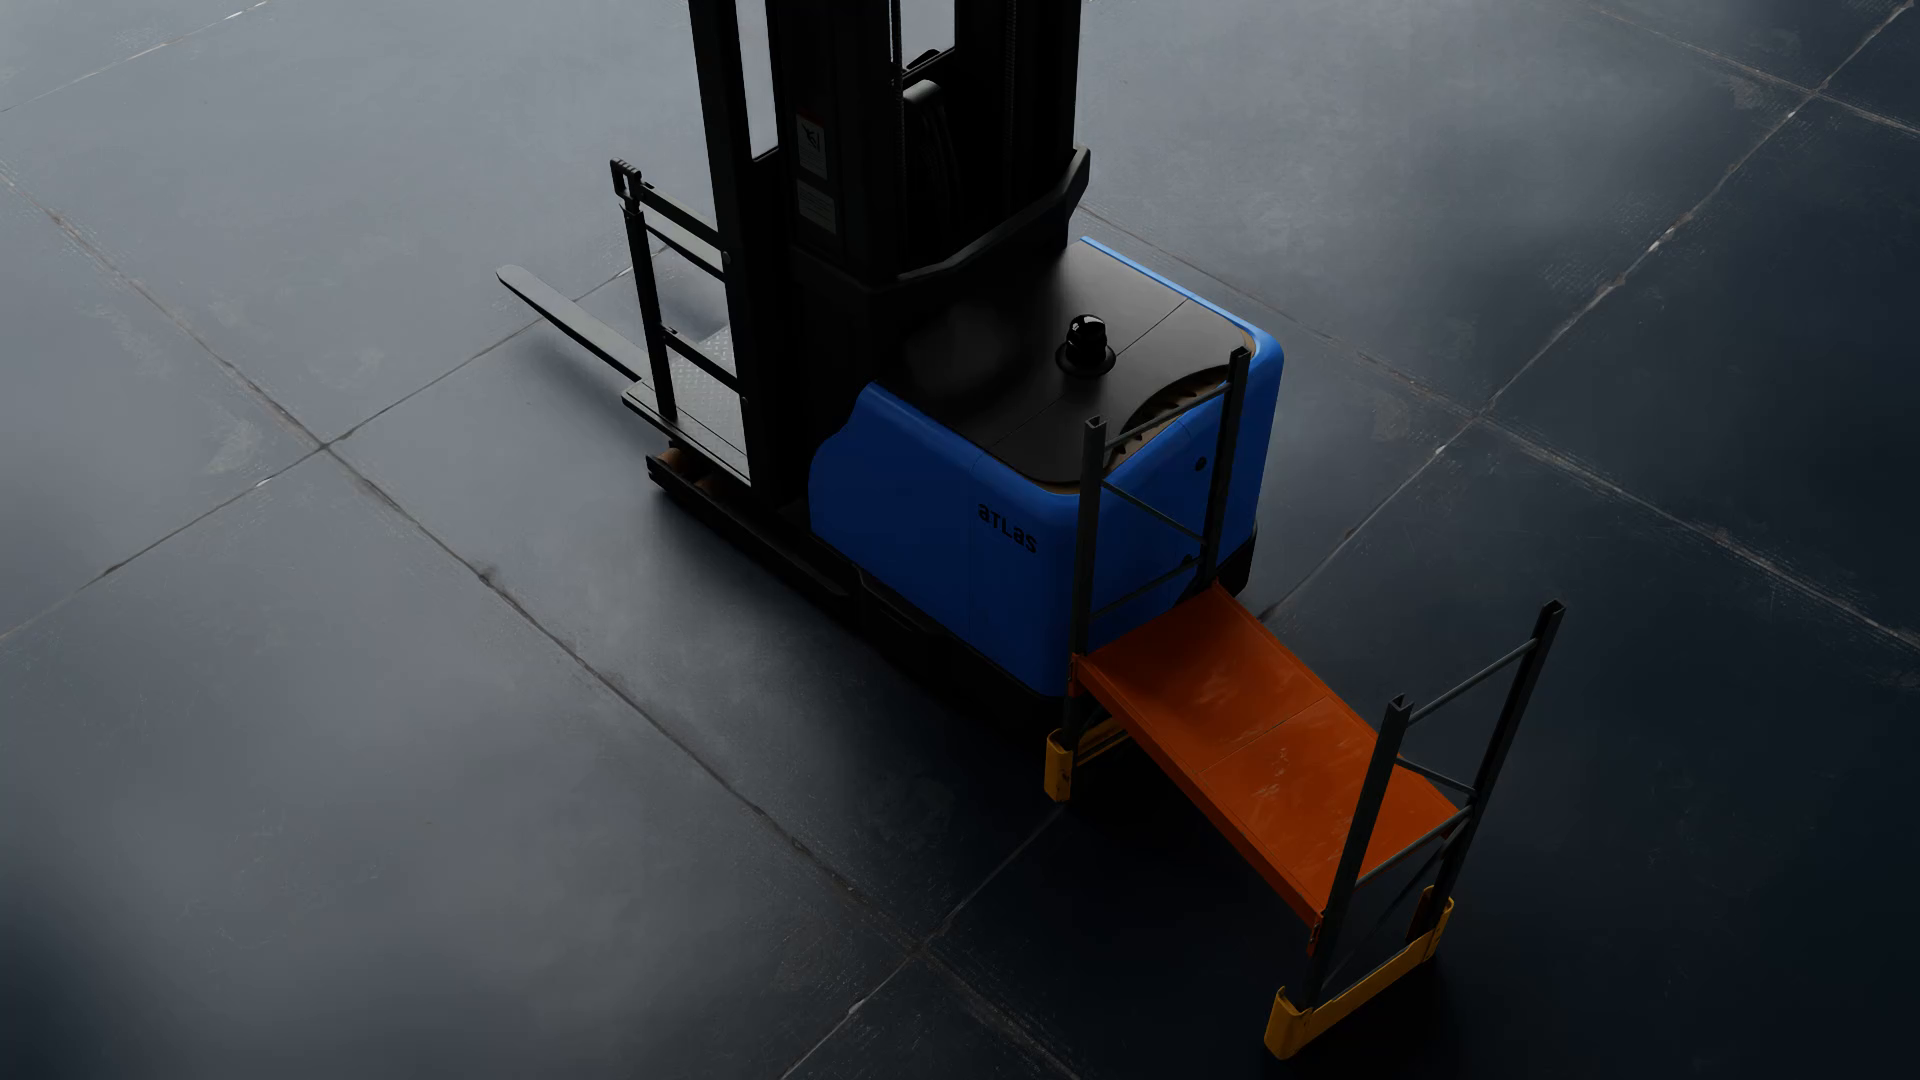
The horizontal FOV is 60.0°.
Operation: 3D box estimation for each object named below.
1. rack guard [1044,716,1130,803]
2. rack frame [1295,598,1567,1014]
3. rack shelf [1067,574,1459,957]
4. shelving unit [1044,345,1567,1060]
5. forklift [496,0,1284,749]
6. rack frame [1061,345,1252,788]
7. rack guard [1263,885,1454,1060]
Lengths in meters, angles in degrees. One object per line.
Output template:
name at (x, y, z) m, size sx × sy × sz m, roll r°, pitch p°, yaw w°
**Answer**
rack guard at (0.512, 0.566, 5.047) m, size 0.587 × 0.250 × 0.087 m, roll -27°, pitch 52°, yaw -23°
rack frame at (1.086, 0.749, 4.018) m, size 0.500 × 1.500 × 0.032 m, roll -27°, pitch 52°, yaw -23°
rack shelf at (0.799, 0.566, 4.436) m, size 0.538 × 0.185 × 1.000 m, roll -27°, pitch 52°, yaw -23°
shelving unit at (0.794, 0.438, 4.310) m, size 0.587 × 1.500 × 1.083 m, roll -27°, pitch 52°, yaw -23°
forklift at (-0.461, -1.316, 4.975) m, size 3.031 × 2.935 × 1.130 m, roll 34°, pitch 56°, yaw 28°
rack frame at (0.512, 0.137, 4.592) m, size 0.500 × 1.500 × 0.032 m, roll -27°, pitch 52°, yaw -23°
rack guard at (1.075, 1.165, 4.485) m, size 0.587 × 0.250 × 0.087 m, roll -27°, pitch 52°, yaw -23°
